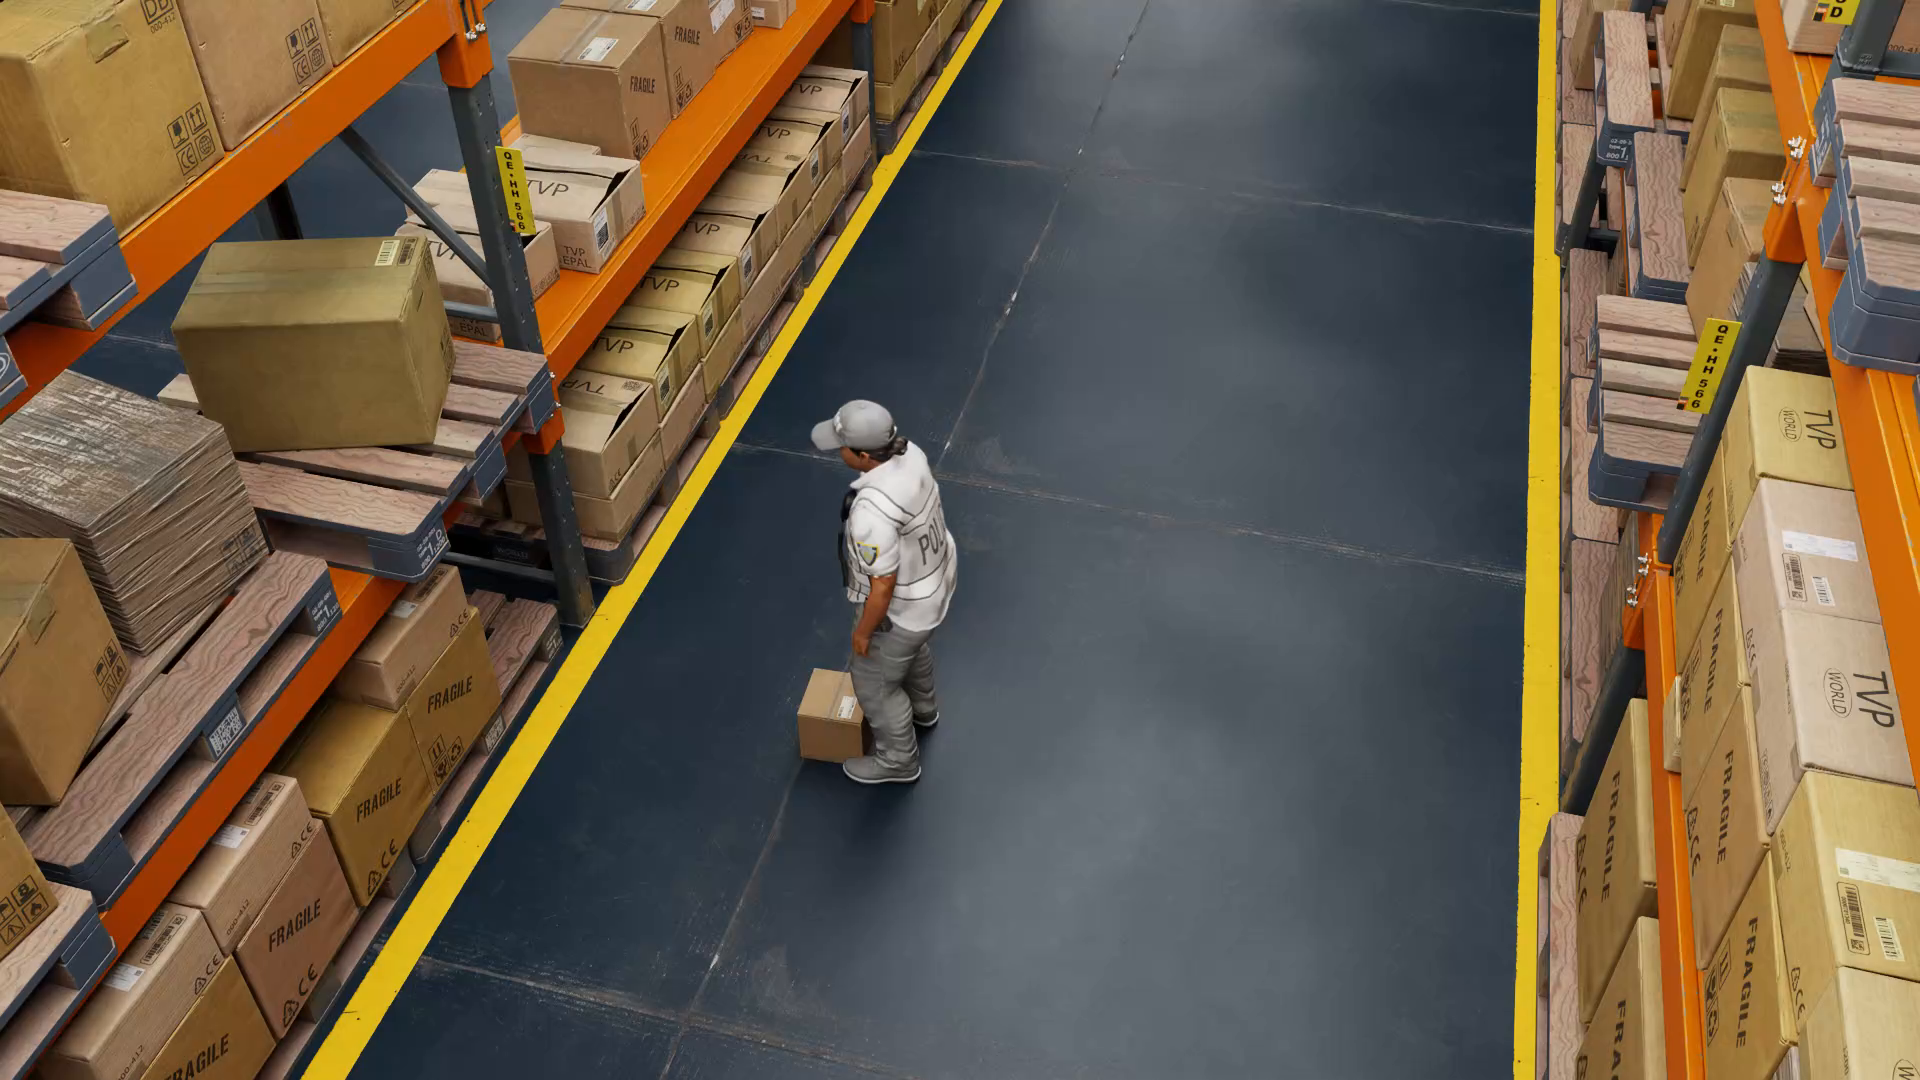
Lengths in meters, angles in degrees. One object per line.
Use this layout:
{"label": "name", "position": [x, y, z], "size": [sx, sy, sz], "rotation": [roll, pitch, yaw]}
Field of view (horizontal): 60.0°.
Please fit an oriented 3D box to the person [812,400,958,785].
{"label": "person", "position": [-0.255, 0.183, 5.945], "size": [0.465, 1.667, 0.539], "rotation": [10, 42, 12]}
